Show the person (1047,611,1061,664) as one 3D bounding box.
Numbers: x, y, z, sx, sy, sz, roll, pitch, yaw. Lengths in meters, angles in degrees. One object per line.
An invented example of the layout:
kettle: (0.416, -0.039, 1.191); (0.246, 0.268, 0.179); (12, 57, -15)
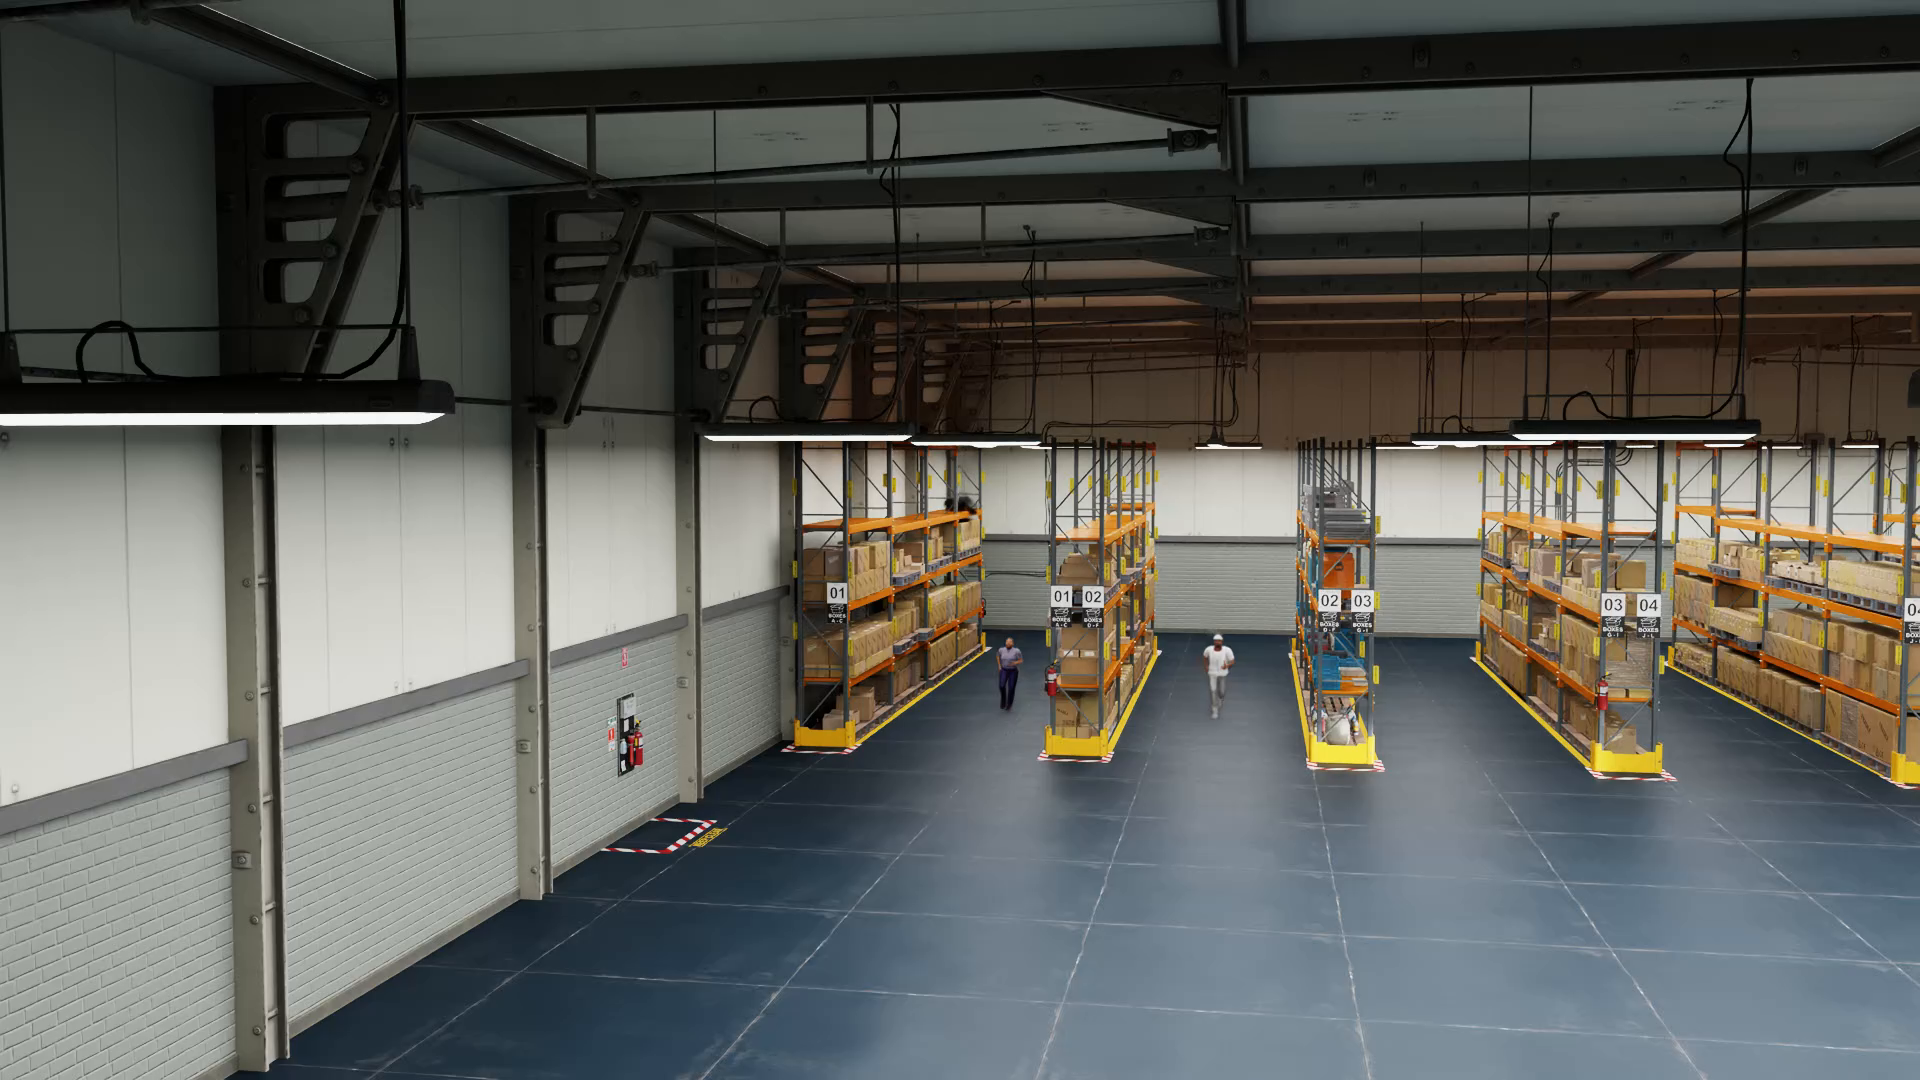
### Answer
person: (2.542, 2.330, 43.145); (0.586, 1.689, 0.701); (1, 3, 12)

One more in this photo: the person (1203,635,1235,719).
person: (5.639, 2.934, 36.159); (0.663, 1.777, 1.147); (0, 3, 5)

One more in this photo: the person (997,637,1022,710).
person: (1.088, 2.957, 36.871); (0.595, 1.612, 0.659); (0, 3, 6)
